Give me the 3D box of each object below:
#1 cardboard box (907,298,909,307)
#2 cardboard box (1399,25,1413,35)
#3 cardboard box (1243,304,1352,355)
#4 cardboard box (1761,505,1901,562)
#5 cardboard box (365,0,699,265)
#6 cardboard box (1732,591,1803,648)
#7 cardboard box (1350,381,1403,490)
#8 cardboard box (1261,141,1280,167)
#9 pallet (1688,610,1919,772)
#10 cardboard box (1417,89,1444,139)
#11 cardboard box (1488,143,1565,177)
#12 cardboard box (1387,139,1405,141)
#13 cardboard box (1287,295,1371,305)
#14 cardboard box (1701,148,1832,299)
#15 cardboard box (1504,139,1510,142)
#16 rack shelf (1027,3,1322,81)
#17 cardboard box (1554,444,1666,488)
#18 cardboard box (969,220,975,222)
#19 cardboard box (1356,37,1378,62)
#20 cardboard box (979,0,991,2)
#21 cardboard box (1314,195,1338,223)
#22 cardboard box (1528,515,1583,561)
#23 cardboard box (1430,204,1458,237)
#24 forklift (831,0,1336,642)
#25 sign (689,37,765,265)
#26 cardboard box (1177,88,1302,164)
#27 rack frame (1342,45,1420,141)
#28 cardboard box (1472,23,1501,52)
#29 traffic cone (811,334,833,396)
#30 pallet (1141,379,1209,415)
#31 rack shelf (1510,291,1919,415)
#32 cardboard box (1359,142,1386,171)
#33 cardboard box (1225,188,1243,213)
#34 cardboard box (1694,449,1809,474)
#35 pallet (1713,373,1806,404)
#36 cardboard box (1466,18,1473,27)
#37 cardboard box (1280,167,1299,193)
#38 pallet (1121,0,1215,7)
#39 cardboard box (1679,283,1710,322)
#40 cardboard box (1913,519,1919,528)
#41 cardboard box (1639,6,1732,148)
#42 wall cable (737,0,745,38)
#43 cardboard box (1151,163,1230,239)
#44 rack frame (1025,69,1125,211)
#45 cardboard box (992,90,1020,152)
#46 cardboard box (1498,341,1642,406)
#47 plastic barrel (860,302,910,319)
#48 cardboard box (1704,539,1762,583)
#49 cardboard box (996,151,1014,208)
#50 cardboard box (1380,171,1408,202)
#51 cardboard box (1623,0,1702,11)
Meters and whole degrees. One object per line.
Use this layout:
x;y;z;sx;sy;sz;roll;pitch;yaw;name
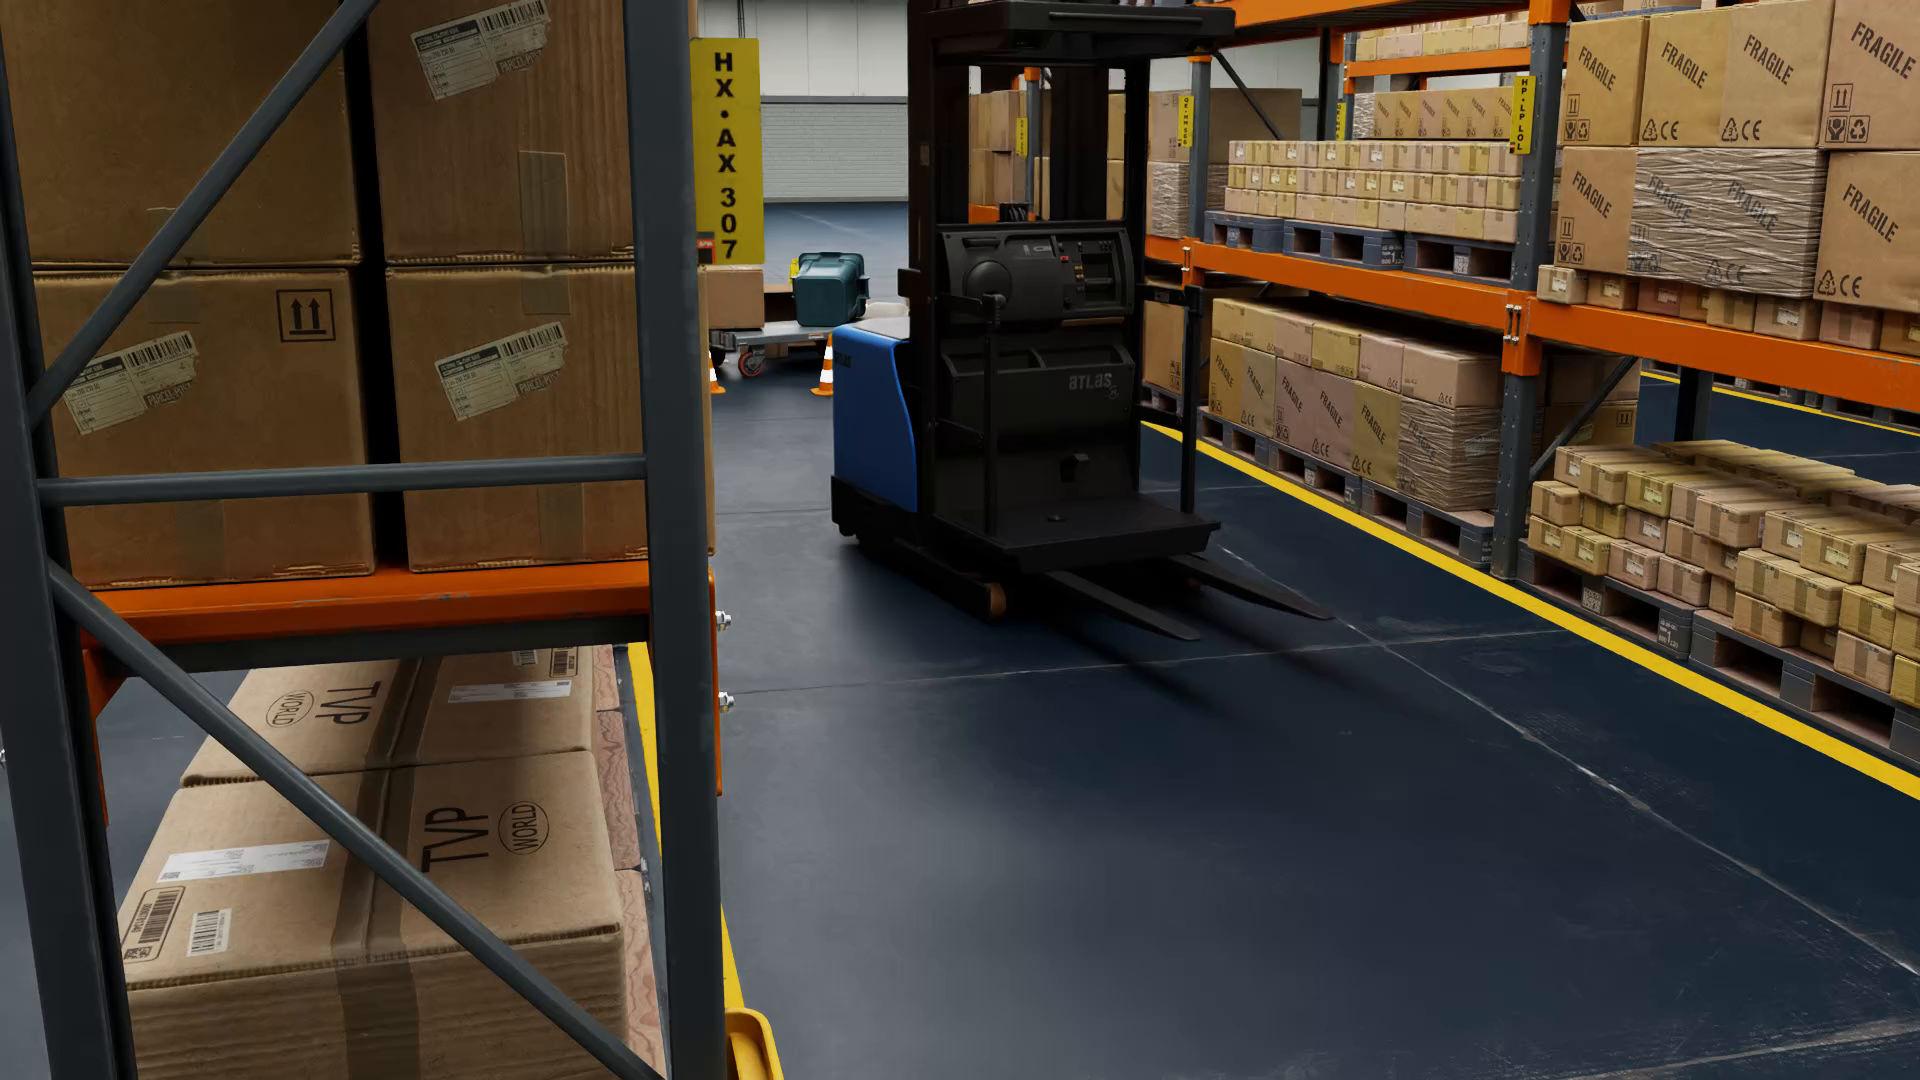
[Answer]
-0.276;-2.237;16.526;0.500;0.500;0.500;-1;14;-3;cardboard box
5.026;-5.587;18.132;0.380;0.149;0.250;-3;14;-13;cardboard box
2.072;-1.291;10.194;0.500;0.250;0.500;-3;14;-14;cardboard box
3.167;-0.018;6.050;0.380;0.149;0.250;-4;14;-16;cardboard box
-0.719;-0.743;2.830;0.500;0.500;0.500;-4;14;-14;cardboard box
3.083;0.276;6.100;0.380;0.149;0.250;-4;14;-15;cardboard box
2.427;-0.569;8.817;0.500;0.500;0.500;-4;14;-15;cardboard box
2.065;-2.362;10.164;0.380;0.149;0.250;-3;14;-13;cardboard box
3.448;0.486;5.995;1.003;0.211;1.213;-3;14;-13;pallet
5.209;-4.516;17.648;0.500;0.500;0.500;-3;14;-13;cardboard box
2.681;-1.757;7.688;0.380;0.149;0.250;-3;14;-11;cardboard box
5.329;-4.281;18.794;0.875;0.500;0.500;-3;14;-13;cardboard box
2.441;-1.438;10.793;0.500;0.250;0.500;-4;14;-15;cardboard box
3.043;-1.137;5.923;0.500;0.500;0.500;-4;14;-14;cardboard box
5.886;-3.703;16.426;0.875;0.500;0.500;-3;14;-13;cardboard box
1.556;-3.796;12.839;1.077;0.370;4.000;-3;14;-13;rack shelf
2.845;-0.321;7.290;0.380;0.149;0.250;-3;14;-11;cardboard box
0.371;-3.091;18.352;0.875;0.875;0.875;-3;14;-13;cardboard box
4.854;-5.584;18.959;0.500;0.250;0.500;-3;14;-12;cardboard box
0.487;-5.262;15.920;0.500;0.250;0.500;-3;14;-14;cardboard box
2.248;-1.889;9.481;0.380;0.149;0.250;-3;14;-12;cardboard box
2.739;-0.021;7.316;0.380;0.149;0.250;-4;14;-16;cardboard box
2.561;-1.584;8.235;0.380;0.149;0.250;-3;14;-13;cardboard box
0.451;-1.202;7.170;1.130;2.935;3.031;-7;15;-26;forklift
-0.342;-0.571;2.451;0.100;0.325;0.005;-3;14;-13;sign
1.930;-2.865;11.517;0.700;0.500;0.500;-3;14;-13;cardboard box
4.992;-4.325;19.812;1.000;3.000;0.127;-3;14;-13;rack frame
5.458;-4.999;16.563;0.500;0.250;0.500;-3;14;-12;cardboard box
-1.009;-1.399;13.178;0.336;0.463;0.334;-3;14;-13;traffic cone
1.914;-1.058;12.314;1.003;0.211;1.213;-3;14;-13;pallet
3.435;-0.493;5.641;1.077;0.370;4.000;-3;14;-13;rack shelf
2.376;-2.057;8.919;0.380;0.149;0.250;-4;14;-16;cardboard box
1.935;-2.194;10.733;0.380;0.149;0.250;-3;14;-14;cardboard box
3.401;-0.288;7.153;0.380;0.149;0.250;-3;14;-12;cardboard box
6.689;-1.306;13.327;1.003;0.211;1.213;-3;14;-13;pallet
5.379;-5.285;16.896;0.380;0.149;0.250;-3;14;-11;cardboard box
2.135;-2.149;9.919;0.380;0.149;0.250;-3;14;-13;cardboard box
1.823;-3.738;11.484;1.213;0.211;1.003;-3;14;-11;pallet
3.018;-0.921;6.407;0.380;0.149;0.250;-4;14;-16;cardboard box
3.632;0.016;5.911;0.380;0.149;0.250;-3;14;-13;cardboard box
2.971;-1.746;6.311;0.500;0.500;0.500;-4;14;-15;cardboard box
-7.398;-16.051;47.998;2.305;6.003;0.169;-3;14;-13;wall cable
1.659;-2.364;11.574;0.500;0.500;0.500;-3;14;-13;cardboard box
1.086;-3.150;14.998;1.000;3.000;0.127;-3;14;-13;rack frame
0.791;-3.954;15.701;0.875;0.550;0.550;-3;14;-13;cardboard box
3.049;-0.843;8.360;0.500;0.250;0.500;-4;14;-16;cardboard box
-0.671;-2.074;16.025;0.512;0.421;0.421;7;15;26;plastic barrel
3.081;0.069;6.321;0.380;0.149;0.250;-3;14;-11;cardboard box
0.837;-3.432;15.840;0.875;0.550;0.550;-3;14;-13;cardboard box
2.433;-1.852;8.706;0.380;0.149;0.250;-4;14;-16;cardboard box
6.168;-4.783;14.261;0.797;0.503;0.637;-3;14;-11;cardboard box
